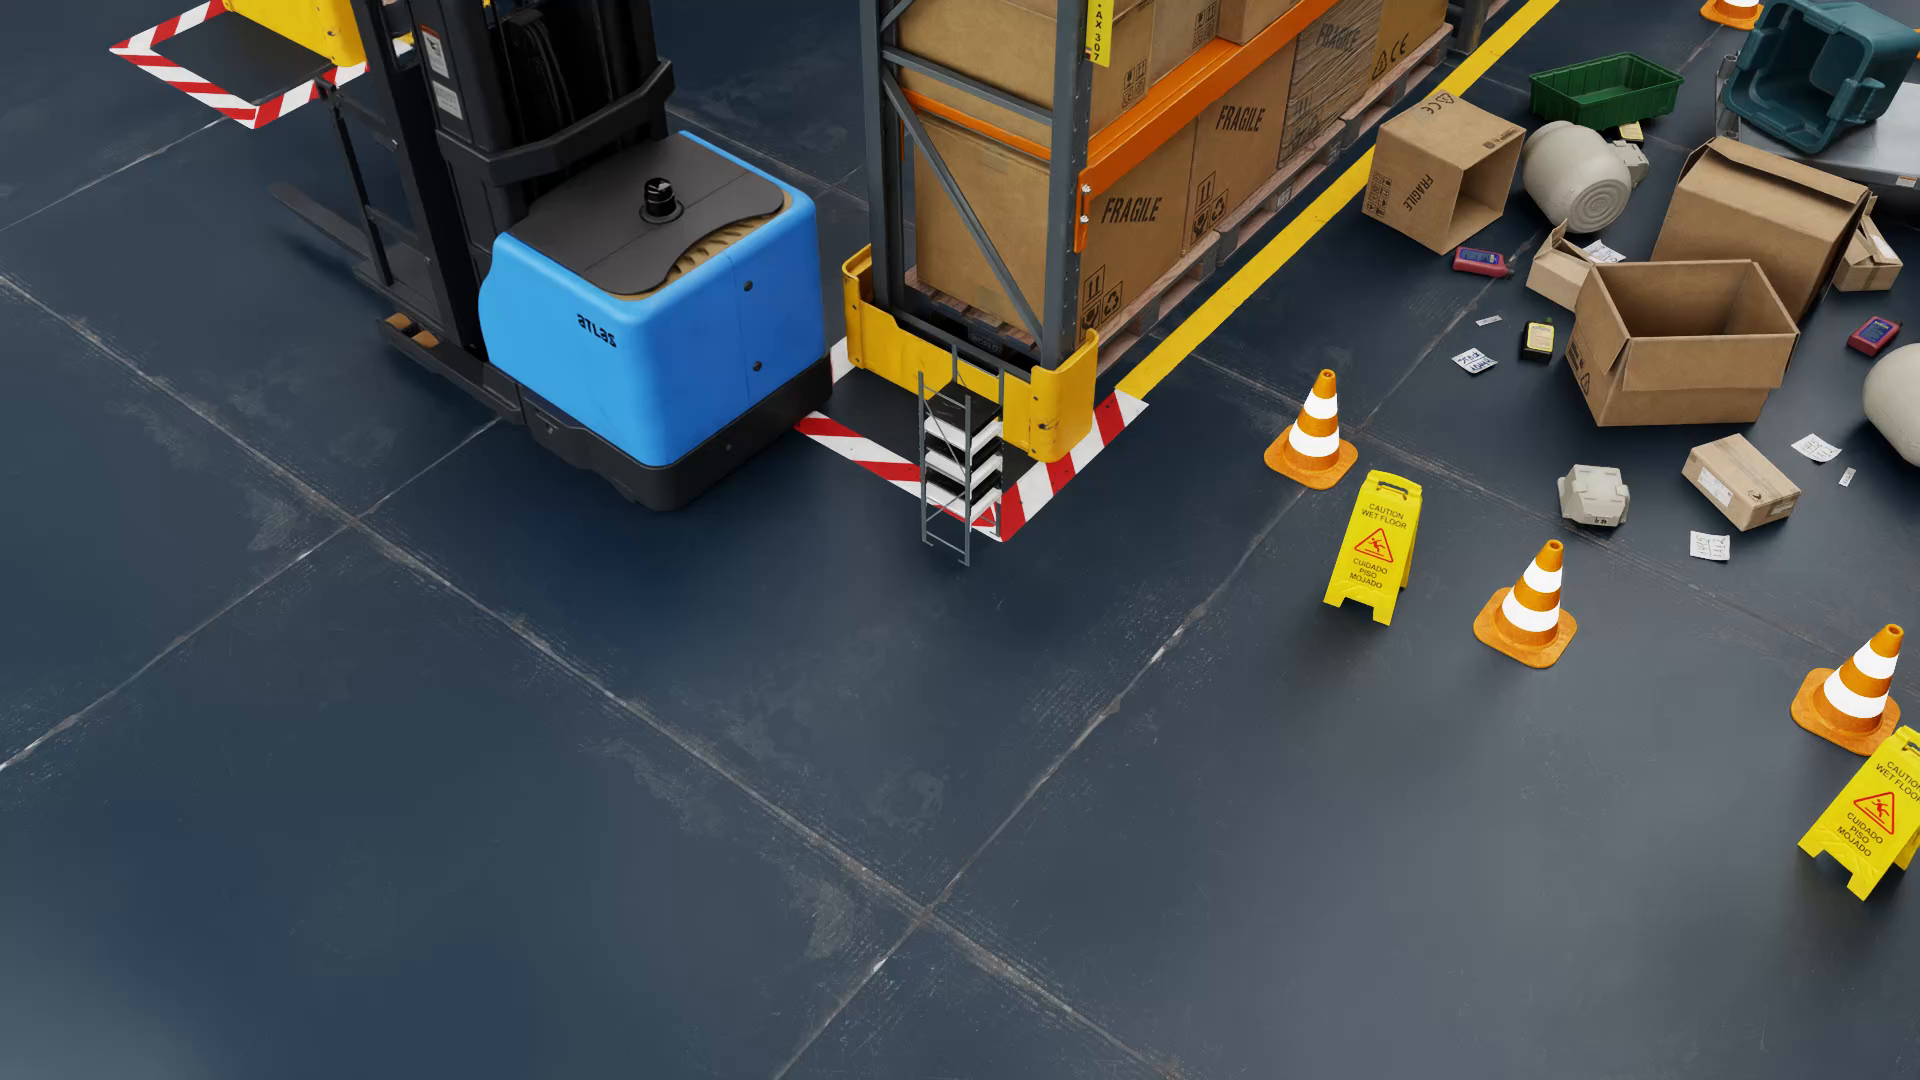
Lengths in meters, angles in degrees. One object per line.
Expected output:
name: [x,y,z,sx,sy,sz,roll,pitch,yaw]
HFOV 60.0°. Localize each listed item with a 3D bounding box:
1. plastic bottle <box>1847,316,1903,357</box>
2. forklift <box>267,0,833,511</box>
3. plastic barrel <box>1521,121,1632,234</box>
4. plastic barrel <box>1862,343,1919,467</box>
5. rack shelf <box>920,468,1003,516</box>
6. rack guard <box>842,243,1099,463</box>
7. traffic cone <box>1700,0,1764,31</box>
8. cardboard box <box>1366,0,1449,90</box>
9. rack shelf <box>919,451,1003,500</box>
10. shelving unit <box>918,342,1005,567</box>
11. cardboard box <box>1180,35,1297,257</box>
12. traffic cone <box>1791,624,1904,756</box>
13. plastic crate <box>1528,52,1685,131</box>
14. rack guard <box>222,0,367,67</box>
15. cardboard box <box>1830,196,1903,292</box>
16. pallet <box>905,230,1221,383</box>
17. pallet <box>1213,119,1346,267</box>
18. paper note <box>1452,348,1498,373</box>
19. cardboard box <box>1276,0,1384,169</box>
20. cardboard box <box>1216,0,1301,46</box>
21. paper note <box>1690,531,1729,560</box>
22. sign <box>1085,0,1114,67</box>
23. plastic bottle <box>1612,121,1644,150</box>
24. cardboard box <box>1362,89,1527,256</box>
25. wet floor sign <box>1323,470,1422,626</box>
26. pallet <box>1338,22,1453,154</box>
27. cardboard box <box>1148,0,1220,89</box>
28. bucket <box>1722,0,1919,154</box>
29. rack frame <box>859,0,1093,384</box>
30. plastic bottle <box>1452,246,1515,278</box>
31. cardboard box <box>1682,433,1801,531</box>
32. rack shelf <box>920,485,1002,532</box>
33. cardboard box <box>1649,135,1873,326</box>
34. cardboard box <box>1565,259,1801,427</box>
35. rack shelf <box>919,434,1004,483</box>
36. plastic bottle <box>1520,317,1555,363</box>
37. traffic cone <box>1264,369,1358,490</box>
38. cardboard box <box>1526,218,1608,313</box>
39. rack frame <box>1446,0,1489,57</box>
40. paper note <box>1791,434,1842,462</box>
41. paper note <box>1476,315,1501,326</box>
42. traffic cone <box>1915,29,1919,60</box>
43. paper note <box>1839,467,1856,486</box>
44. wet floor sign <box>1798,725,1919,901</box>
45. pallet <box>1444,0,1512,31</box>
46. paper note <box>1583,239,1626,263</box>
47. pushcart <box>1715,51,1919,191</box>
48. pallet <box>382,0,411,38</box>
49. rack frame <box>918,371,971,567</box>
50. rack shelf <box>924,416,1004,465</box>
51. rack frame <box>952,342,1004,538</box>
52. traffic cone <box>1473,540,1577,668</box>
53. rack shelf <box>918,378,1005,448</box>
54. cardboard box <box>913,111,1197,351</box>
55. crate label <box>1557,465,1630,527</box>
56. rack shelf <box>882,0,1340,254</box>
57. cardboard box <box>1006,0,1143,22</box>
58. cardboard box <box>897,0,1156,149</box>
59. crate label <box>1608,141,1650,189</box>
plastic bottle: [4.198,-0.948,7.613,0.283,0.061,0.133,-33,55,-28]
forklift: [-2.003,-2.046,6.677,3.031,2.935,1.130,32,54,27]
plastic barrel: [3.012,-1.785,8.163,0.421,0.421,0.512,-9,47,-8]
plastic barrel: [4.090,-0.545,6.978,0.421,0.421,0.512,-9,47,-8]
rack shelf: [0.005,-0.230,6.518,0.258,0.077,0.200,29,53,25]
rack guard: [0.032,-0.837,7.204,1.175,0.500,0.348,29,53,25]
traffic cone: [4.507,-3.226,9.512,0.336,0.463,0.334,29,53,25]
cardboard box: [2.052,-3.085,8.801,0.875,0.875,0.875,30,53,26]
rack shelf: [0.005,-0.292,6.453,0.258,0.077,0.200,29,53,25]
shelving unit: [0.005,-0.315,6.429,0.258,0.900,0.210,29,53,25]
cardboard box: [0.945,-2.047,7.810,0.875,0.875,0.875,28,53,24]
traffic cone: [3.267,0.477,5.975,0.336,0.463,0.334,29,53,25]
plastic crate: [3.422,-2.373,8.847,0.662,0.188,0.450,-17,39,-15]
rack guard: [-3.770,-3.145,9.408,1.175,0.500,0.348,29,53,25]
cardboard box: [4.274,-1.410,7.914,0.258,0.266,0.396,-2,46,-2]
pallet: [0.473,-1.243,7.791,1.003,0.211,1.213,29,53,25]
pallet: [1.220,-1.938,8.455,1.003,0.211,1.213,29,53,25]
paper note: [2.323,-0.811,7.504,0.142,0.017,0.144,-25,51,-22]
cardboard box: [1.504,-2.567,8.307,0.875,0.875,0.875,30,53,25]
cardboard box: [0.998,-2.587,7.043,0.875,0.550,0.550,29,53,25]
paper note: [3.028,0.021,6.708,0.148,0.019,0.142,13,48,12]
sign: [0.482,-1.791,5.733,0.100,0.325,0.005,29,53,25]
plastic bottle: [3.517,-2.162,8.773,0.133,0.061,0.283,6,47,5]
cardboard box: [2.355,-1.798,8.120,0.500,0.500,0.500,-33,55,-28]
wet floor sign: [1.596,-0.009,6.312,0.267,0.644,0.232,21,50,19]
pallet: [1.965,-2.639,9.125,1.003,0.211,1.213,29,53,25]
cardboard box: [0.556,-2.322,6.790,0.875,0.550,0.550,29,53,25]
bucket: [4.233,-2.300,8.085,0.620,0.611,0.726,-17,48,-29]
rack frame: [0.046,-1.714,6.313,1.000,3.000,0.127,29,53,25]
plastic bottle: [2.517,-1.328,7.977,0.283,0.061,0.133,13,48,12]
cardboard box: [3.228,-0.241,6.878,0.250,0.149,0.380,-17,49,-15]
rack shelf: [0.005,-0.168,6.583,0.258,0.077,0.200,29,53,25]
cardboard box: [3.661,-1.431,7.675,0.797,0.637,0.503,29,53,25]
cardboard box: [3.096,-0.845,7.210,0.797,0.503,0.637,-2,46,-2]
rack shelf: [0.005,-0.355,6.388,0.258,0.077,0.200,29,53,25]
plastic bottle: [2.641,-0.925,7.592,0.133,0.061,0.283,13,48,12]
traffic cone: [1.495,-0.514,6.921,0.336,0.463,0.334,29,53,25]
cardboard box: [2.899,-1.260,7.770,0.258,0.266,0.396,-33,55,-28]
rack frame: [2.492,-4.003,8.499,1.000,3.000,0.127,29,53,25]
paper note: [3.666,-0.394,7.114,0.142,0.019,0.148,-25,51,-22]
paper note: [2.454,-1.018,7.716,0.123,0.001,0.032,-17,49,-15]
traffic cone: [5.507,-2.932,9.231,0.336,0.463,0.334,29,53,25]
paper note: [3.735,-0.266,6.997,0.032,0.001,0.123,29,53,25]
wet floor sign: [3.062,0.866,5.477,0.232,0.644,0.267,-25,51,-22]
pallet: [2.904,-3.514,9.961,1.003,0.211,1.213,29,53,25]
paper note: [3.110,-1.388,8.061,0.155,0.023,0.172,-25,51,-22]
pushcart: [4.636,-1.946,8.348,1.648,0.377,0.936,13,48,12]
pallet: [-3.246,-3.494,9.942,1.003,0.211,1.213,29,53,25]
rack frame: [-0.057,-0.257,6.373,0.240,0.900,0.006,29,53,25]
rack shelf: [0.005,-0.417,6.323,0.258,0.077,0.200,29,53,25]
rack frame: [0.067,-0.374,6.484,0.240,0.900,0.006,29,53,25]
traffic cone: [2.181,0.180,6.258,0.336,0.463,0.334,29,53,25]
rack shelf: [0.005,-0.479,6.258,0.258,0.077,0.200,29,53,25]
cardboard box: [0.409,-1.542,7.328,0.875,0.875,0.875,29,53,25]
crate label: [2.613,-0.184,6.831,0.250,0.136,0.298,6,47,5]
rack shelf: [1.269,-2.610,7.666,1.077,0.370,4.000,29,53,25]
cardboard box: [0.304,-2.334,6.055,0.875,0.550,0.550,29,53,25]
cardboard box: [0.237,-1.998,6.481,0.875,0.550,0.550,29,53,25]
crate label: [3.351,-1.923,8.492,0.298,0.136,0.250,-2,46,-2]
